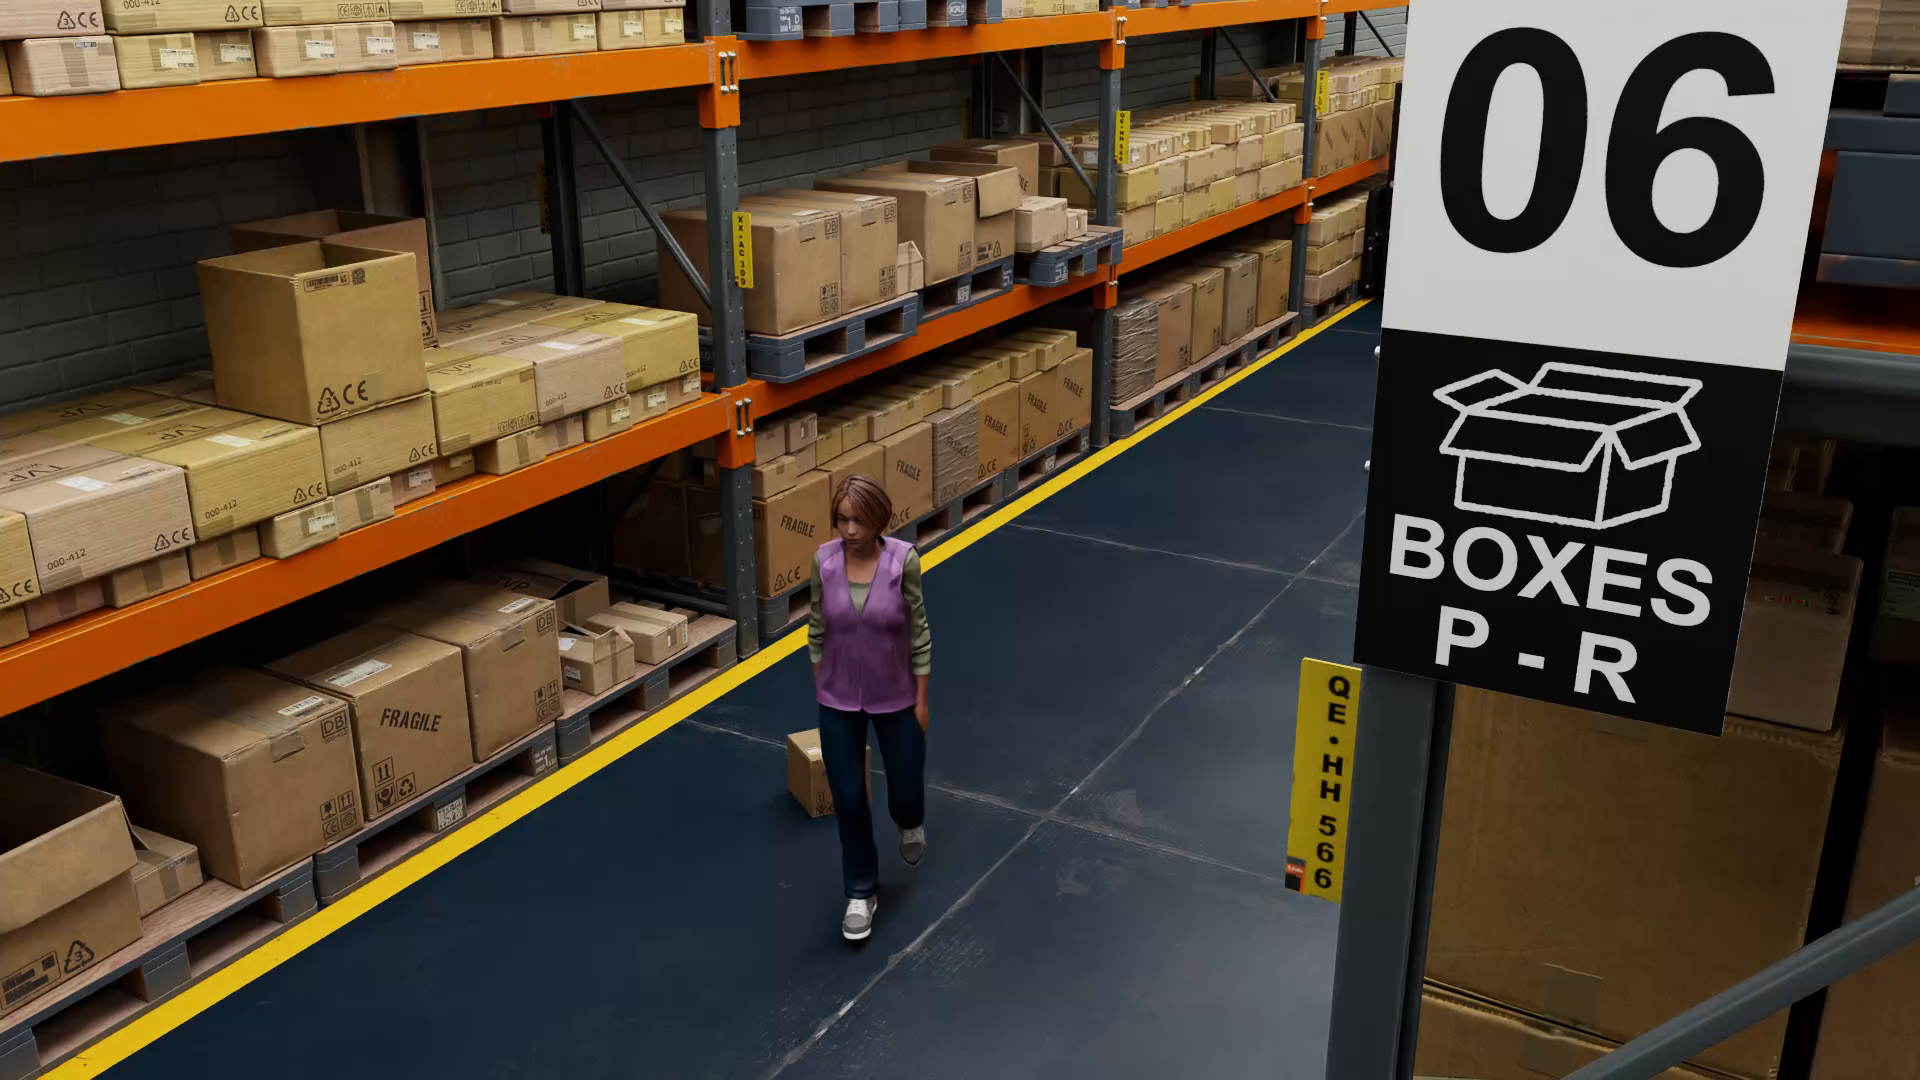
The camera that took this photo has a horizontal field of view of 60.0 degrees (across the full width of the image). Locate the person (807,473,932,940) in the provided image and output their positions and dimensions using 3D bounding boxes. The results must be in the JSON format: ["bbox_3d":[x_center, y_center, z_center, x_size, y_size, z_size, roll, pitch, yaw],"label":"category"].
[{"bbox_3d":[-0.296,0.520,5.571,0.413,1.586,0.568,1,20,4],"label":"person"}]
